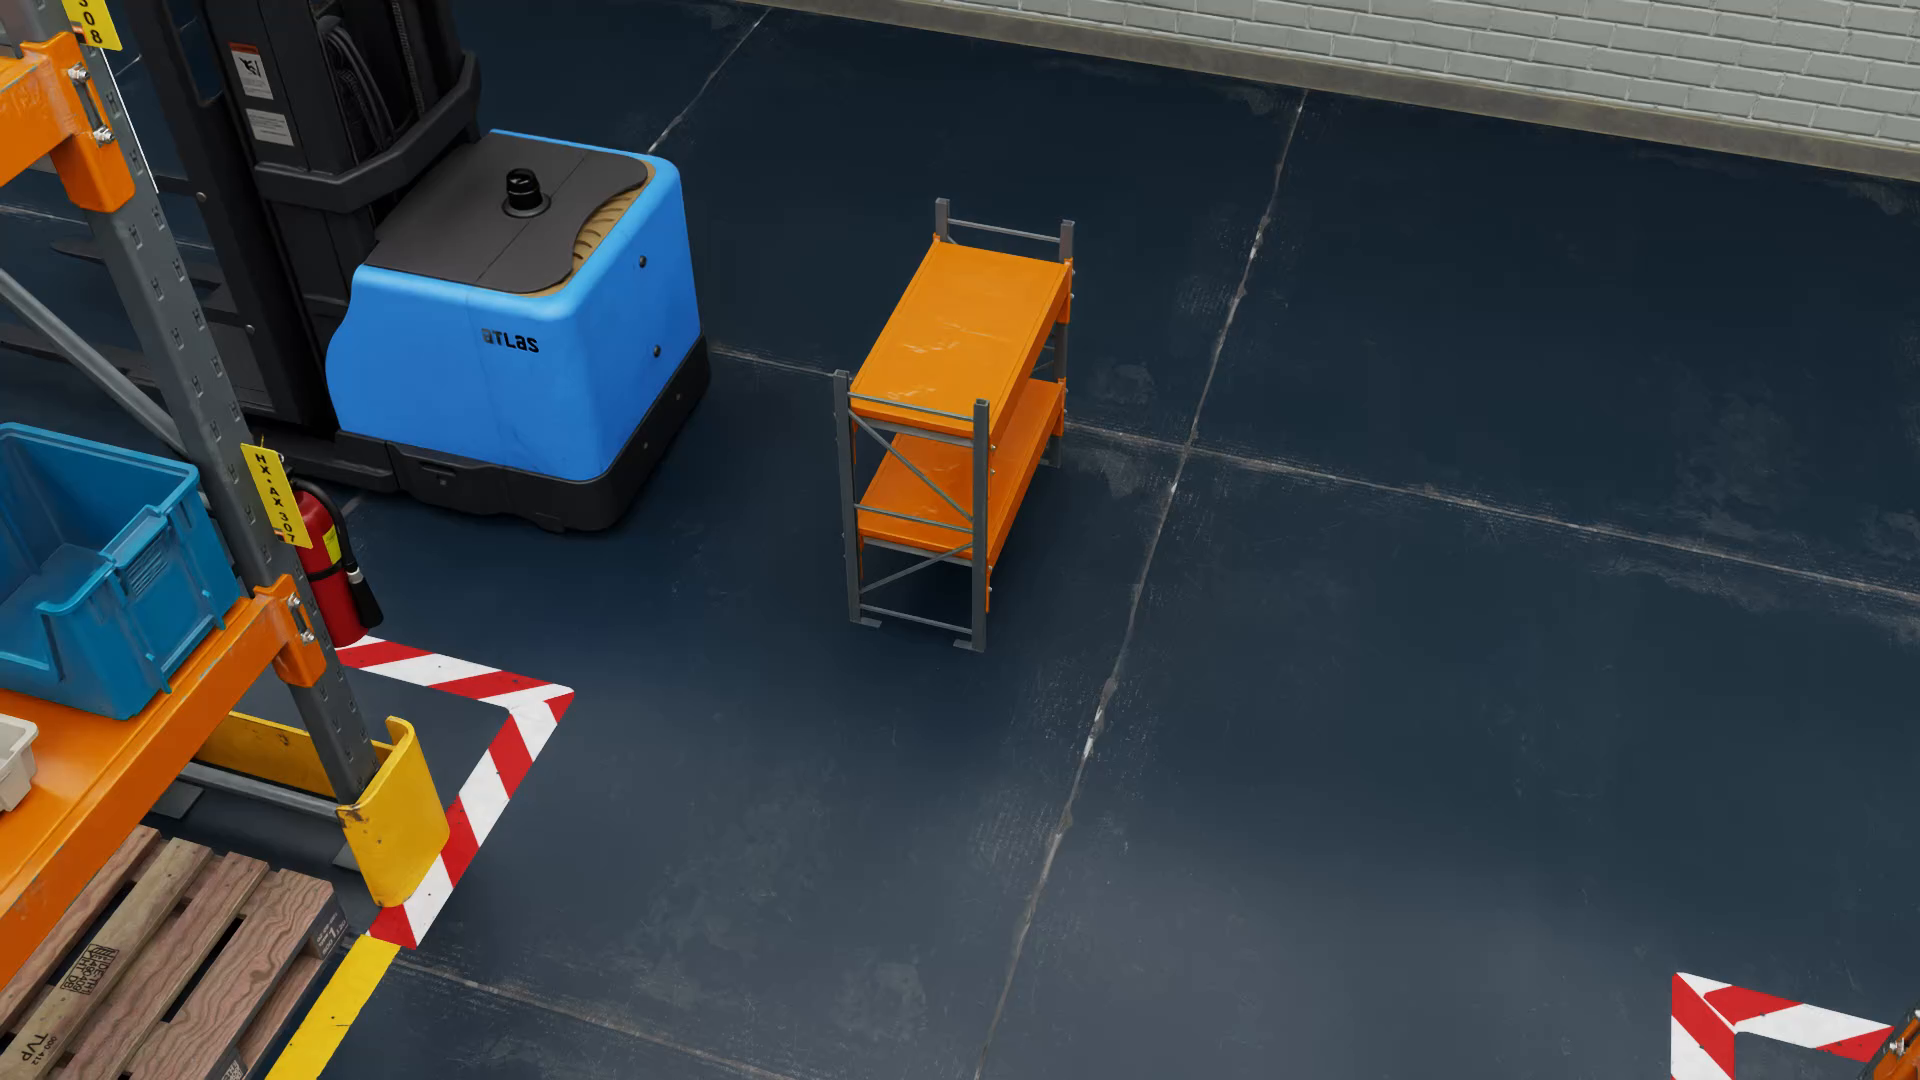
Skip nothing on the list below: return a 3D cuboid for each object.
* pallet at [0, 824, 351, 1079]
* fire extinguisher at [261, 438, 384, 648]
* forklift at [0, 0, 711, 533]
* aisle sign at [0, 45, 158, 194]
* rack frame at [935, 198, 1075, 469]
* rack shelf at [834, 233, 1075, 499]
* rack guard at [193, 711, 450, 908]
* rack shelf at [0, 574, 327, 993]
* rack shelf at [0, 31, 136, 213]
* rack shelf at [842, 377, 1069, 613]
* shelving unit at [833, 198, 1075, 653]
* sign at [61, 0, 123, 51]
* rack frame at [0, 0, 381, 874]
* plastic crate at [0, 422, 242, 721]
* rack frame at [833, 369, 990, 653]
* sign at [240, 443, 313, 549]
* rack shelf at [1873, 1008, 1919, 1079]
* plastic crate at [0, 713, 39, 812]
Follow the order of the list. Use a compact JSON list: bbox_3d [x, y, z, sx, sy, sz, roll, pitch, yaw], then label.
[{"bbox_3d":[-2.497,1.386,4.683,1.003,0.211,1.213,13,46,13],"label":"pallet"},{"bbox_3d":[-1.732,0.004,4.423,0.296,0.674,0.183,13,46,13],"label":"fire extinguisher"},{"bbox_3d":[-2.598,-1.672,5.863,3.031,2.935,1.130,12,46,12],"label":"forklift"},{"bbox_3d":[-1.910,-1.068,3.338,0.394,0.787,0.004,13,46,13],"label":"aisle sign"},{"bbox_3d":[0.156,-0.745,6.207,0.500,1.125,0.032,13,46,13],"label":"rack frame"},{"bbox_3d":[0.002,-0.616,5.656,0.538,0.278,1.000,13,46,13],"label":"rack shelf"},{"bbox_3d":[-2.216,0.722,5.155,1.175,0.500,0.348,13,46,13],"label":"rack guard"},{"bbox_3d":[-2.816,1.438,3.151,1.077,0.370,4.000,13,46,13],"label":"rack shelf"},{"bbox_3d":[-2.816,0.366,2.101,1.077,0.370,4.000,13,46,13],"label":"rack shelf"},{"bbox_3d":[0.002,-0.232,6.032,0.538,0.278,1.000,13,46,13],"label":"rack shelf"},{"bbox_3d":[0.002,-0.407,5.861,0.538,1.125,1.048,13,46,13],"label":"shelving unit"},{"bbox_3d":[-1.682,-1.082,3.141,0.100,0.325,0.005,13,46,13],"label":"sign"},{"bbox_3d":[-2.211,-0.153,4.261,1.000,3.000,0.127,13,46,13],"label":"rack frame"},{"bbox_3d":[-2.134,0.076,3.959,0.616,0.435,0.499,13,46,13],"label":"plastic crate"},{"bbox_3d":[-0.152,-0.068,5.515,0.500,1.125,0.032,13,46,13],"label":"rack frame"},{"bbox_3d":[-1.682,-0.105,4.096,0.100,0.325,0.005,13,46,13],"label":"sign"},{"bbox_3d":[1.904,2.487,2.078,1.077,0.370,4.000,13,46,13],"label":"rack shelf"},{"bbox_3d":[-2.285,0.502,3.738,0.396,0.136,0.243,13,46,13],"label":"plastic crate"}]
